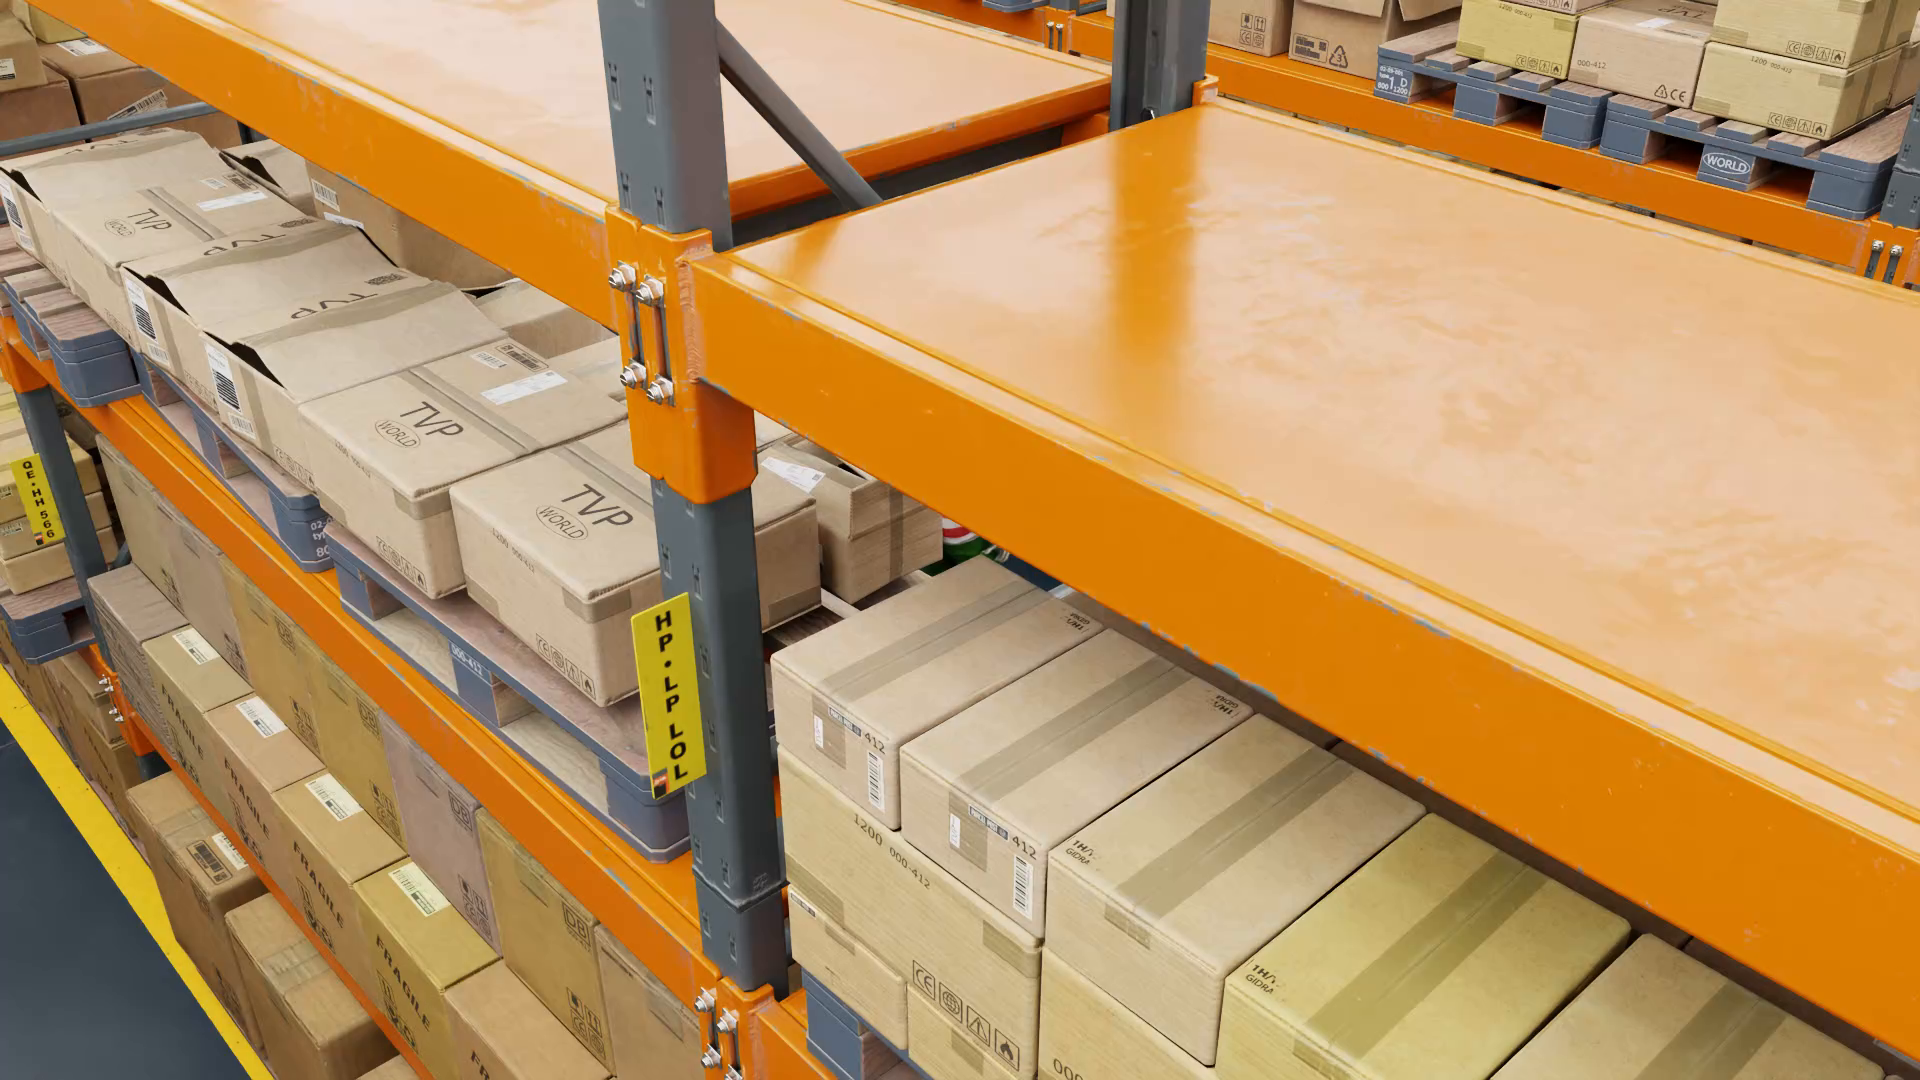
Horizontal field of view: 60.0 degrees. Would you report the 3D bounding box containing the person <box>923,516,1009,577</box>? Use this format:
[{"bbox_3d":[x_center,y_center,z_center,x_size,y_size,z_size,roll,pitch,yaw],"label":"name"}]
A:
[{"bbox_3d":[0.028,-0.109,7.773,0.564,1.788,0.624,-26,40,-35],"label":"person"}]
